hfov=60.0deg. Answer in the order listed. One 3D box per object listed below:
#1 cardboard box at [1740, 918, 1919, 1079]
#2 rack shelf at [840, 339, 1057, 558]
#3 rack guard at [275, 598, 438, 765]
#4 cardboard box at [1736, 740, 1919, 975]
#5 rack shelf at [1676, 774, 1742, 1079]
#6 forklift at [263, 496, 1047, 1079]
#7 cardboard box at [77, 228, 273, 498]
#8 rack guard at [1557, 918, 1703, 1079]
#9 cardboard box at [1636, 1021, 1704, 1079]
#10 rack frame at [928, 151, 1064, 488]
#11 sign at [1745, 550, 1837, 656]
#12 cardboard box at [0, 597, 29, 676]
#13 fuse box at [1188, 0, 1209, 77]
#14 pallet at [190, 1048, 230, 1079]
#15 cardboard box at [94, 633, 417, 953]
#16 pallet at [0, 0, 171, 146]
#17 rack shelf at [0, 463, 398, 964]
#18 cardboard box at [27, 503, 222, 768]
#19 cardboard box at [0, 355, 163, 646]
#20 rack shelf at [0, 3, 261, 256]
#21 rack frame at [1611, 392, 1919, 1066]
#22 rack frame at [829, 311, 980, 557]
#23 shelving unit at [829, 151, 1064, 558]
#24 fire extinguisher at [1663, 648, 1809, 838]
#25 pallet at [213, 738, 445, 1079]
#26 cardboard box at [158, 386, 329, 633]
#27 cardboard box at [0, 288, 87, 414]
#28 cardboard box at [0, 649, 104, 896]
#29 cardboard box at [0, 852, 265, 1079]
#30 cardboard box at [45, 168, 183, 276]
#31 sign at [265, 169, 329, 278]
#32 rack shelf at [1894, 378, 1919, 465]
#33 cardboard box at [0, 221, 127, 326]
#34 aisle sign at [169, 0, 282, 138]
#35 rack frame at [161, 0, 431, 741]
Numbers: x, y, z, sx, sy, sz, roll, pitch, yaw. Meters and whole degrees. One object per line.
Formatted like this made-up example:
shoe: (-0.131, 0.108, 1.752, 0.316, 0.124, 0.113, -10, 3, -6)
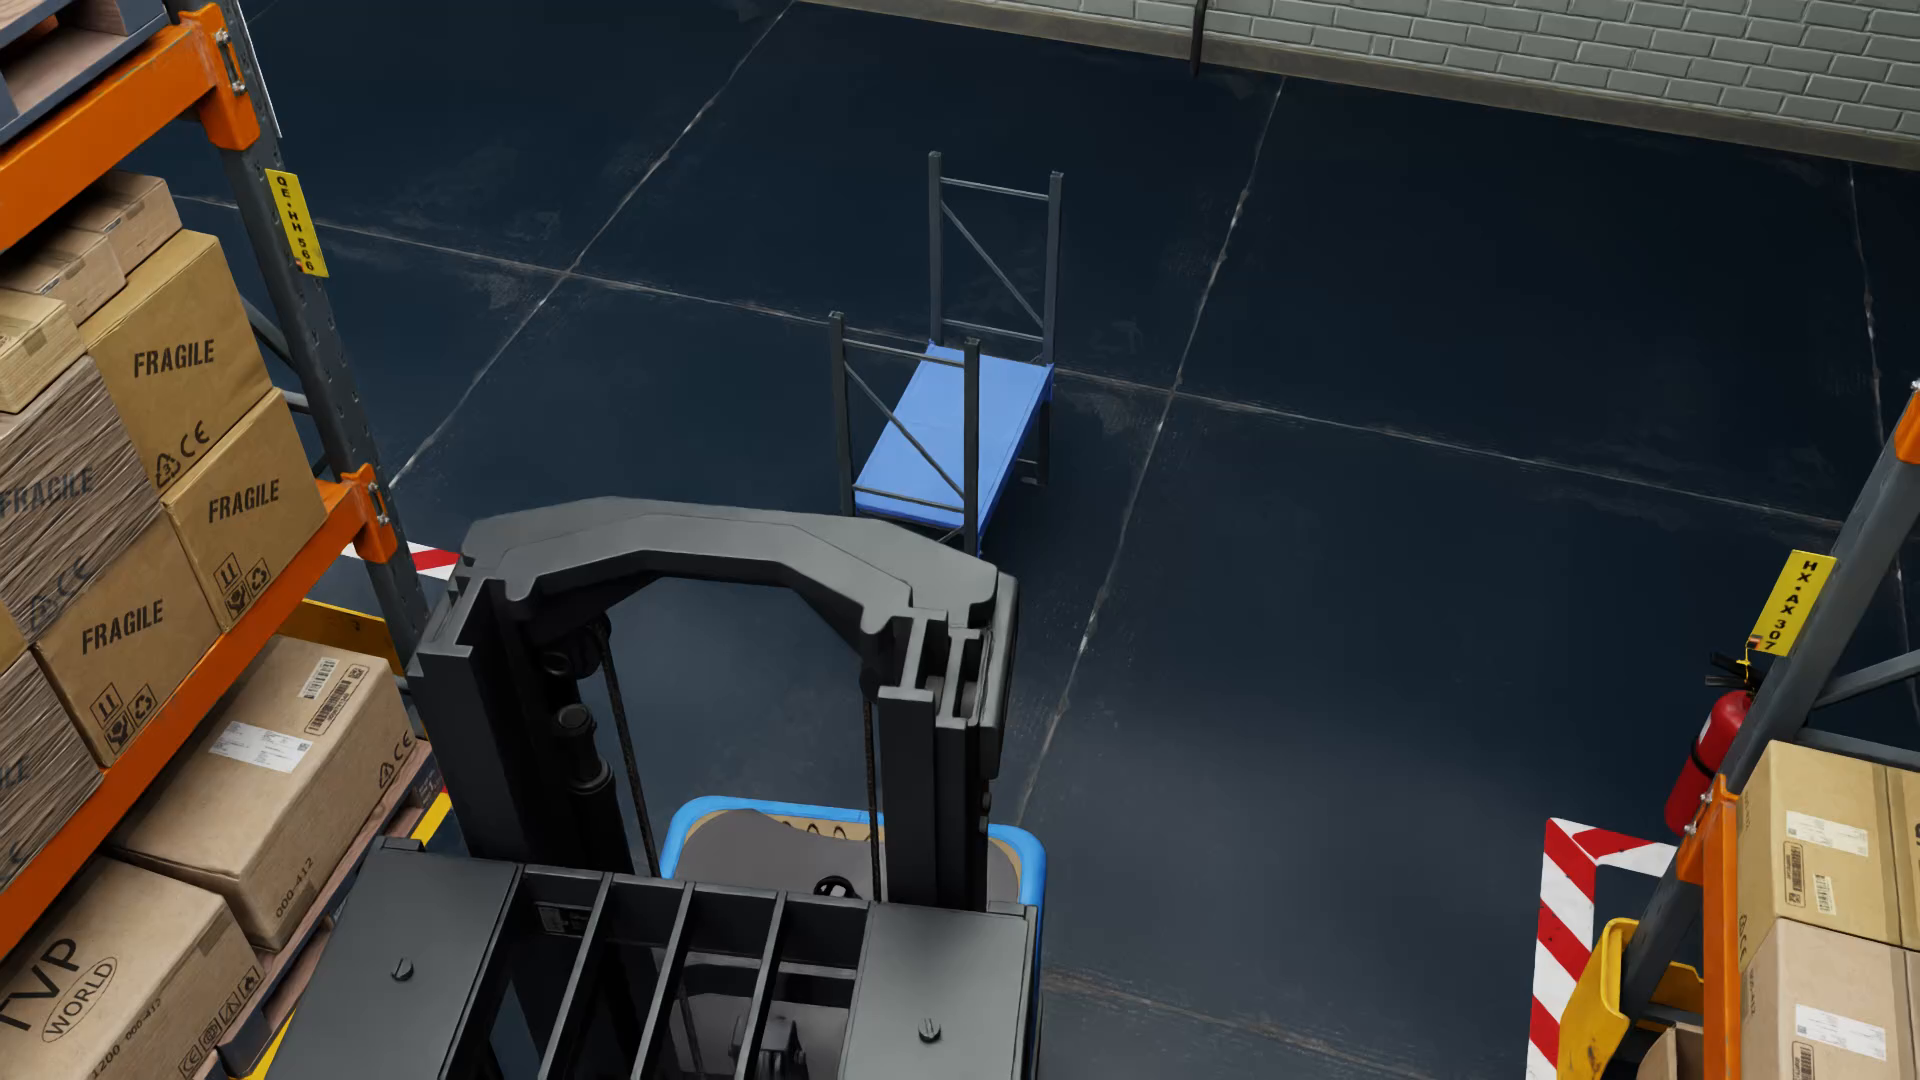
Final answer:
cardboard box: (1.887, 1.102, 3.374, 0.500, 0.250, 0.500, 13, 46, 13)
rack shelf: (-0.026, -0.351, 6.293, 0.538, 0.185, 1.000, 13, 46, 13)
rack guard: (-2.291, 0.402, 5.982, 1.175, 0.500, 0.348, 13, 46, 13)
cardboard box: (2.039, 0.766, 3.717, 0.500, 0.250, 0.500, 13, 46, 13)
rack shelf: (1.828, 2.164, 2.909, 1.077, 0.370, 4.000, 13, 46, 13)
forklift: (-0.451, 1.472, 3.150, 1.130, 2.935, 3.031, 5, 45, 5)
cardboard box: (-2.217, -0.497, 4.327, 0.500, 0.500, 0.500, 14, 46, 14)
rack guard: (2.410, 1.517, 4.842, 1.175, 0.500, 0.348, 13, 46, 13)
cardboard box: (2.158, 1.703, 4.350, 0.797, 0.503, 0.637, 11, 45, 11)
rack frame: (0.128, -0.818, 6.514, 0.500, 1.500, 0.032, 13, 46, 13)
sign: (1.916, 0.149, 3.834, 0.100, 0.325, 0.005, 13, 46, 13)
cardboard box: (-2.501, 0.187, 3.628, 0.500, 0.500, 0.500, 12, 46, 12)
fuse box: (1.345, -3.236, 8.834, 0.539, 1.711, 0.414, 13, 46, 13)
pallet: (-2.837, 1.881, 4.677, 1.003, 0.211, 1.213, 13, 46, 12)
cardboard box: (-2.403, 0.751, 5.369, 0.875, 0.438, 0.875, 11, 45, 11)
pallet: (-2.513, -1.019, 3.566, 1.003, 0.211, 1.213, 13, 46, 13)
rack shelf: (-2.904, 1.115, 3.981, 1.077, 0.370, 4.000, 13, 46, 13)
cardboard box: (-2.359, 0.198, 4.332, 0.500, 0.500, 0.500, 12, 46, 12)
cardboard box: (-2.348, -0.142, 3.964, 0.500, 0.500, 0.500, 13, 46, 13)
rack shelf: (-2.904, 0.043, 2.931, 1.077, 0.370, 4.000, 13, 46, 13)
rack frame: (2.433, 0.573, 4.019, 1.000, 3.000, 0.127, 13, 46, 13)
rack frame: (-0.180, -0.140, 5.821, 0.500, 1.500, 0.032, 13, 46, 13)
shelving unit: (-0.026, -0.479, 6.167, 0.538, 1.500, 1.048, 13, 46, 13)
fire extinguisher: (2.037, 0.538, 4.377, 0.296, 0.674, 0.183, 13, 46, 13)
pallet: (-2.466, 1.071, 5.505, 1.003, 0.211, 1.213, 13, 46, 13)
cardboard box: (-2.192, -0.134, 4.670, 0.500, 0.500, 0.500, 13, 46, 13)
cardboard box: (-2.268, -0.455, 3.820, 0.380, 0.149, 0.250, 12, 46, 12)
cardboard box: (-2.505, 0.543, 3.979, 0.500, 0.500, 0.500, 14, 46, 14)
cardboard box: (-2.672, 1.363, 4.744, 0.875, 0.438, 0.875, 14, 46, 14)
cardboard box: (-2.216, -0.819, 4.192, 0.380, 0.149, 0.250, 13, 46, 13)
sign: (-1.785, -0.850, 4.477, 0.100, 0.325, 0.005, 13, 46, 13)
rack shelf: (1.828, 1.091, 1.860, 1.077, 0.370, 4.000, 13, 46, 13)
cardboard box: (-2.270, -0.645, 4.014, 0.380, 0.149, 0.250, 13, 46, 13)
aisle sign: (-1.981, -1.387, 4.164, 0.394, 0.787, 0.004, 13, 46, 13)
rack frame: (-2.298, -0.476, 5.091, 1.000, 3.000, 0.127, 13, 46, 13)
